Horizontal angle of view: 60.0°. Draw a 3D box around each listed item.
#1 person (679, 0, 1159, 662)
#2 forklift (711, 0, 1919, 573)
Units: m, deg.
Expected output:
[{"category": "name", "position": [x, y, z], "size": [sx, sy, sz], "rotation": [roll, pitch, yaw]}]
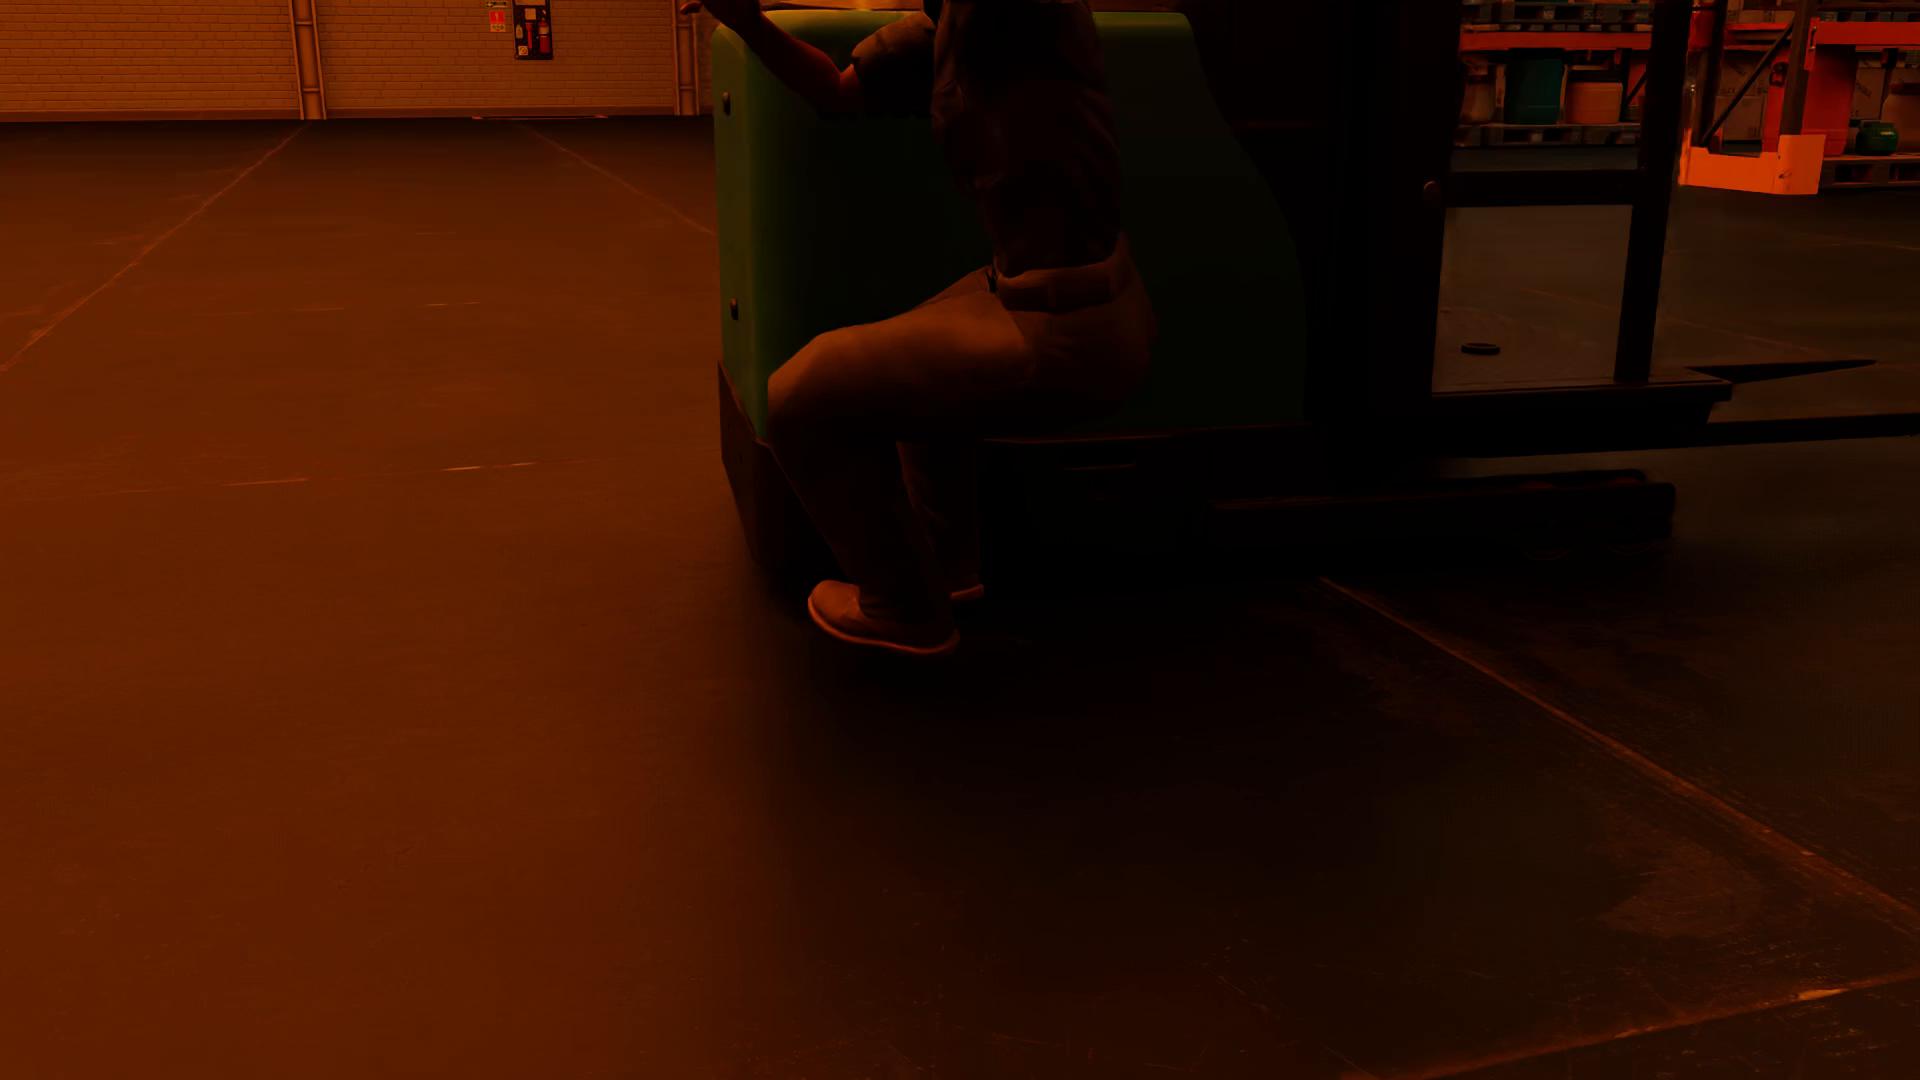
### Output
[{"category": "person", "position": [-0.062, -0.336, 2.389], "size": [0.681, 1.346, 1.410], "rotation": [3, 16, 9]}, {"category": "forklift", "position": [1.003, -1.503, 3.483], "size": [3.031, 2.935, 1.130], "rotation": [-3, 17, -12]}]
